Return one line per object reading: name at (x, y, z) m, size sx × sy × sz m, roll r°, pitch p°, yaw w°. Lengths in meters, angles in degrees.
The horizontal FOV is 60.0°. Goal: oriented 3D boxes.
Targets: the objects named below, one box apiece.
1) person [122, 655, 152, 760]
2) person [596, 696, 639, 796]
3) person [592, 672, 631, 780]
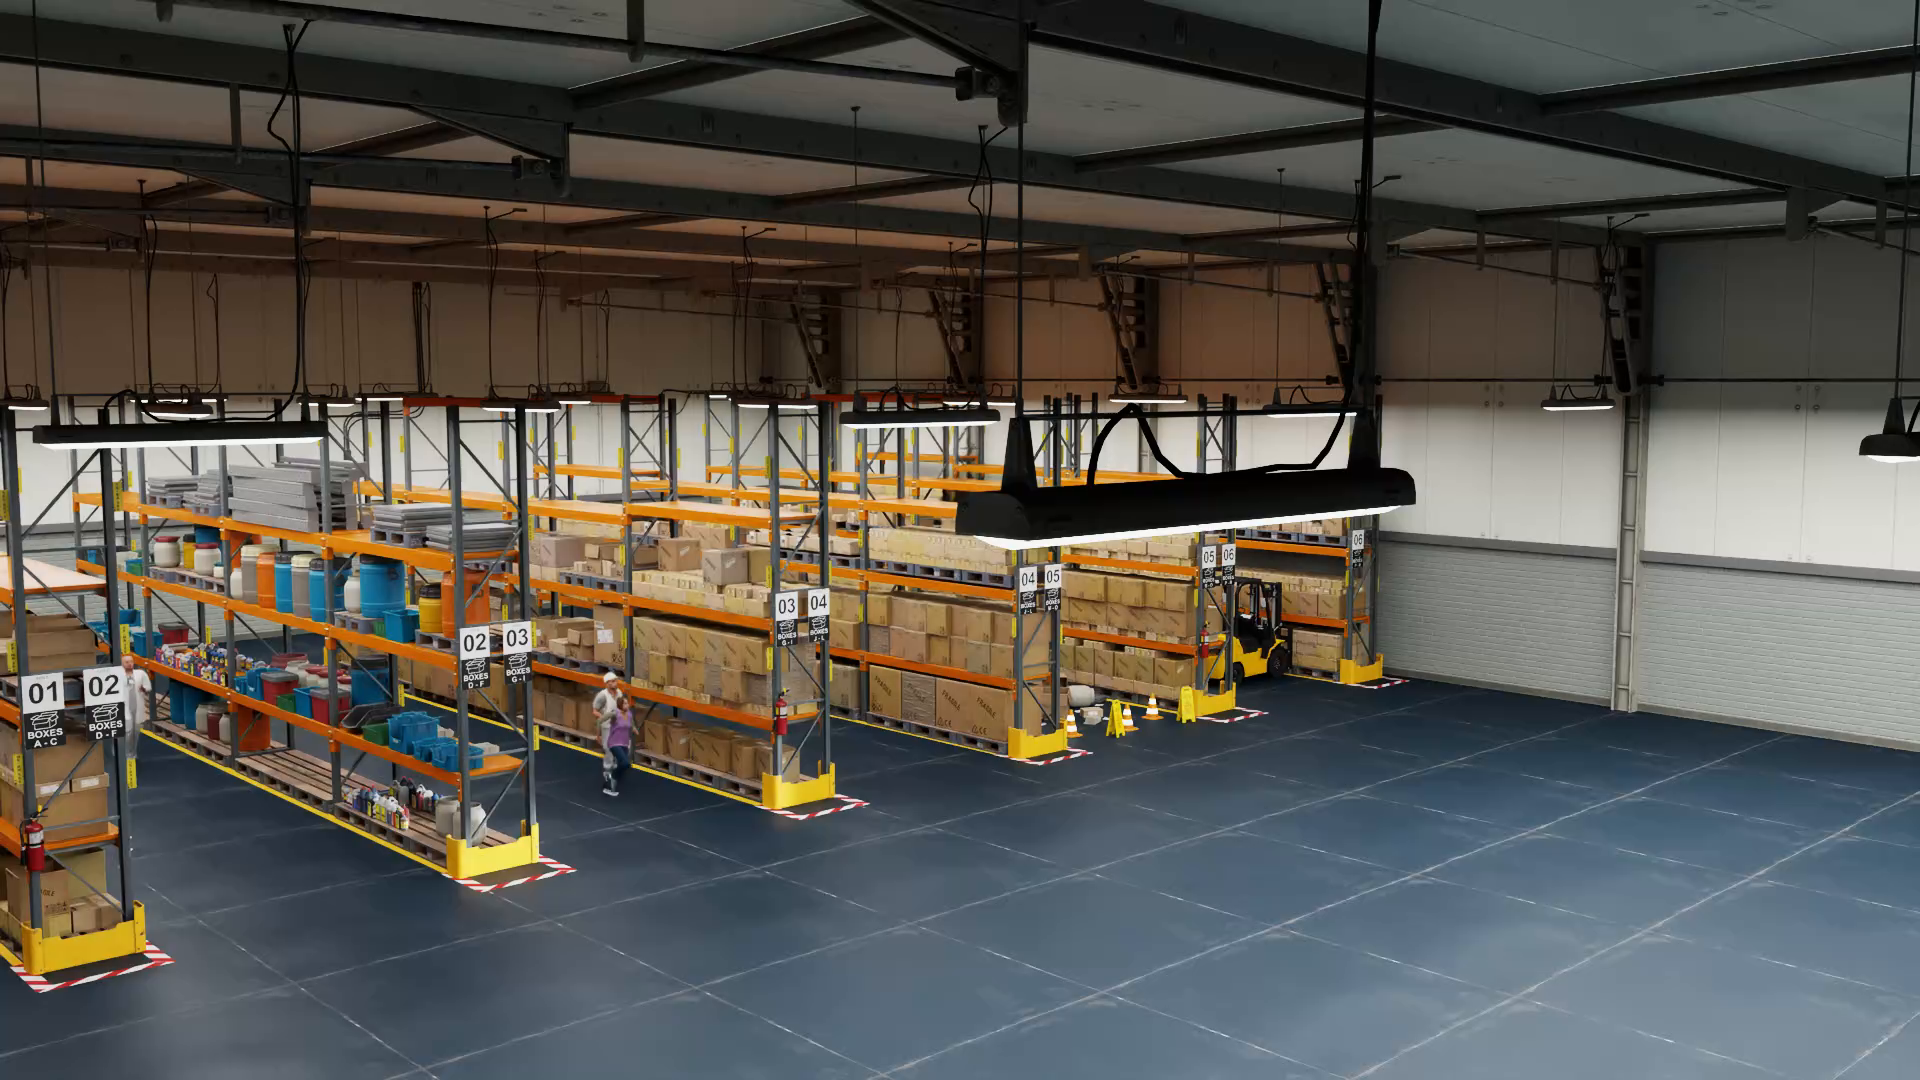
person at (-13.631, 2.814, 27.320) m, size 0.682 × 1.829 × 0.801 m, roll -5°, pitch 7°, yaw -42°
person at (-5.135, 3.124, 25.119) m, size 0.680 × 1.548 × 0.569 m, roll 4°, pitch 7°, yaw 37°
person at (-5.417, 2.937, 26.001) m, size 0.590 × 1.744 × 0.663 m, roll 5°, pitch 8°, yaw 43°
